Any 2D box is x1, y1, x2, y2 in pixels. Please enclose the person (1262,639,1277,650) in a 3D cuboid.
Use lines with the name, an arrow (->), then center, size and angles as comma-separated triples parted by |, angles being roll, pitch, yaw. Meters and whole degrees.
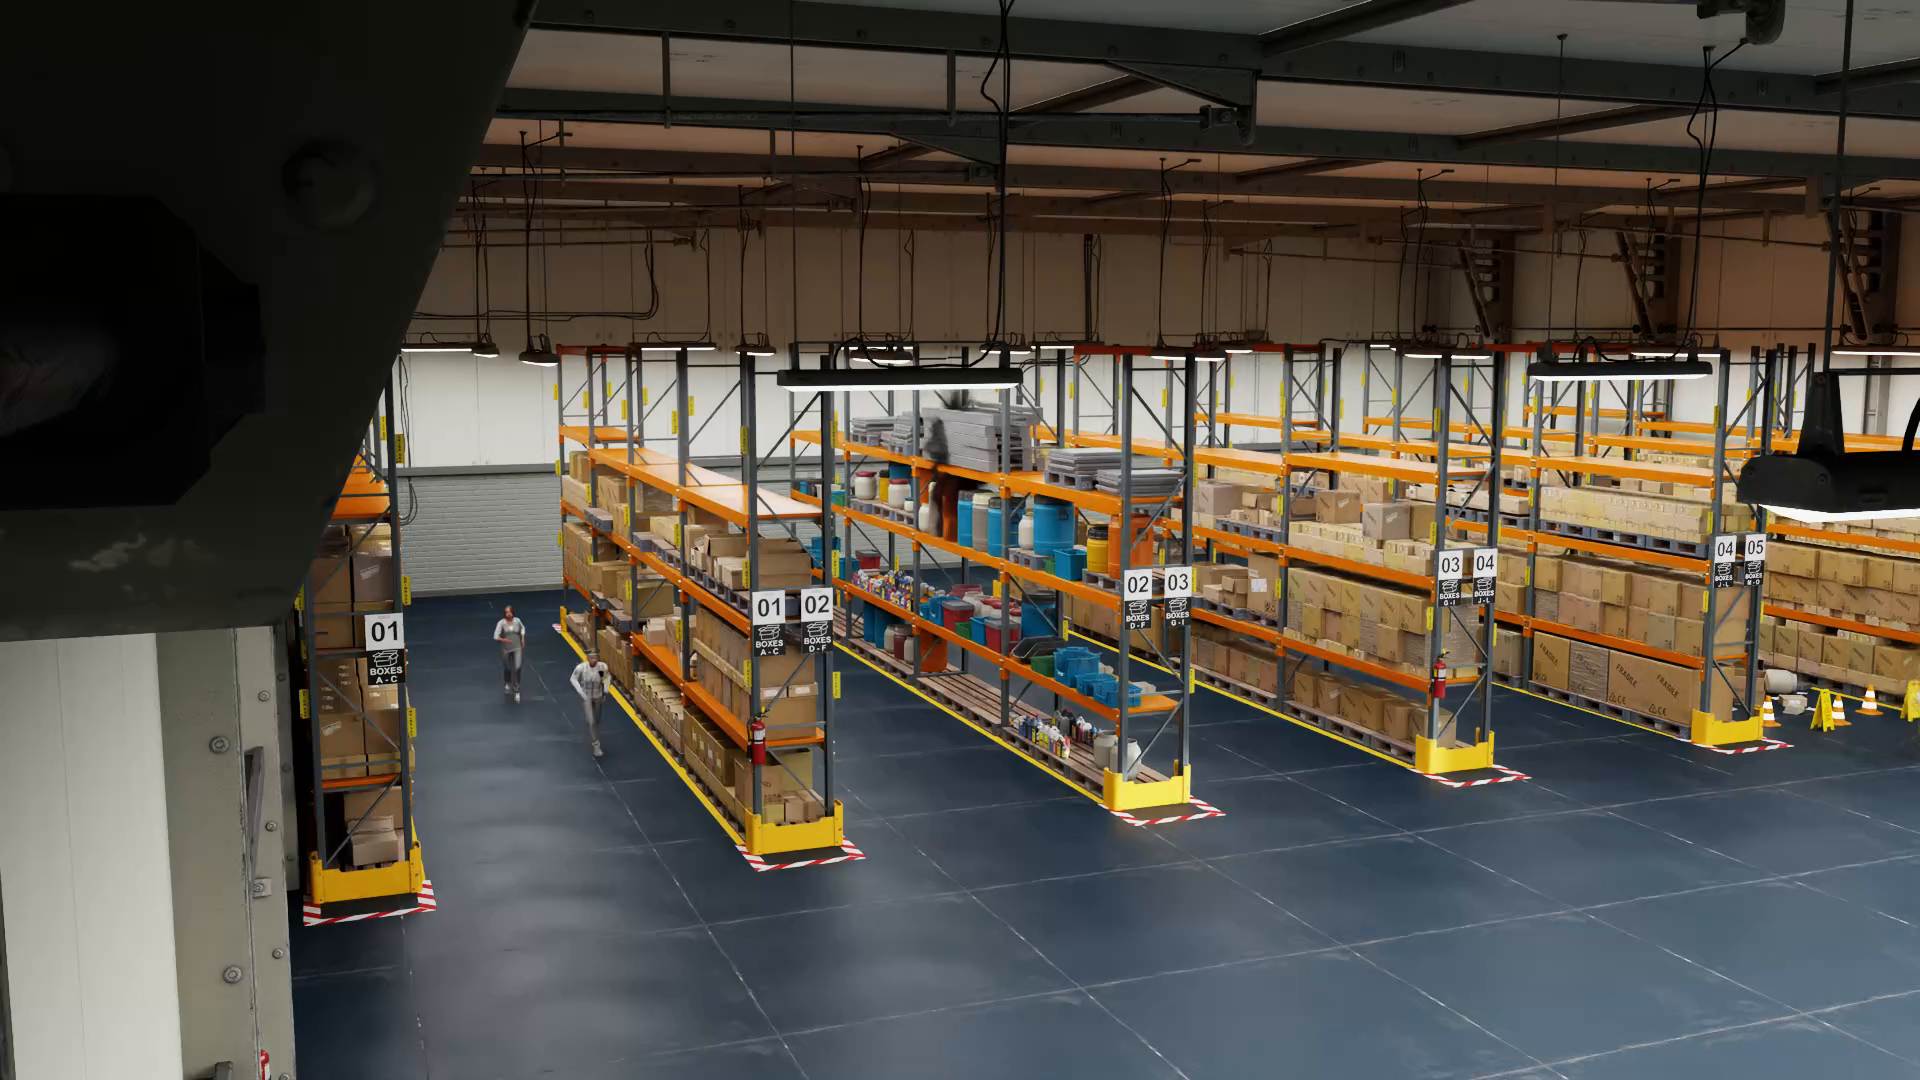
person -> 6.150, 1.472, 32.360 | 0.653, 1.572, 0.749 | -3, 8, -25

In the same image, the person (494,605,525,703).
person -> -7.706, 1.925, 28.505 | 0.546, 1.628, 0.804 | -3, 8, -20

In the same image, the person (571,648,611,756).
person -> -5.552, 2.373, 25.026 | 0.605, 1.632, 0.856 | -2, 8, -17
